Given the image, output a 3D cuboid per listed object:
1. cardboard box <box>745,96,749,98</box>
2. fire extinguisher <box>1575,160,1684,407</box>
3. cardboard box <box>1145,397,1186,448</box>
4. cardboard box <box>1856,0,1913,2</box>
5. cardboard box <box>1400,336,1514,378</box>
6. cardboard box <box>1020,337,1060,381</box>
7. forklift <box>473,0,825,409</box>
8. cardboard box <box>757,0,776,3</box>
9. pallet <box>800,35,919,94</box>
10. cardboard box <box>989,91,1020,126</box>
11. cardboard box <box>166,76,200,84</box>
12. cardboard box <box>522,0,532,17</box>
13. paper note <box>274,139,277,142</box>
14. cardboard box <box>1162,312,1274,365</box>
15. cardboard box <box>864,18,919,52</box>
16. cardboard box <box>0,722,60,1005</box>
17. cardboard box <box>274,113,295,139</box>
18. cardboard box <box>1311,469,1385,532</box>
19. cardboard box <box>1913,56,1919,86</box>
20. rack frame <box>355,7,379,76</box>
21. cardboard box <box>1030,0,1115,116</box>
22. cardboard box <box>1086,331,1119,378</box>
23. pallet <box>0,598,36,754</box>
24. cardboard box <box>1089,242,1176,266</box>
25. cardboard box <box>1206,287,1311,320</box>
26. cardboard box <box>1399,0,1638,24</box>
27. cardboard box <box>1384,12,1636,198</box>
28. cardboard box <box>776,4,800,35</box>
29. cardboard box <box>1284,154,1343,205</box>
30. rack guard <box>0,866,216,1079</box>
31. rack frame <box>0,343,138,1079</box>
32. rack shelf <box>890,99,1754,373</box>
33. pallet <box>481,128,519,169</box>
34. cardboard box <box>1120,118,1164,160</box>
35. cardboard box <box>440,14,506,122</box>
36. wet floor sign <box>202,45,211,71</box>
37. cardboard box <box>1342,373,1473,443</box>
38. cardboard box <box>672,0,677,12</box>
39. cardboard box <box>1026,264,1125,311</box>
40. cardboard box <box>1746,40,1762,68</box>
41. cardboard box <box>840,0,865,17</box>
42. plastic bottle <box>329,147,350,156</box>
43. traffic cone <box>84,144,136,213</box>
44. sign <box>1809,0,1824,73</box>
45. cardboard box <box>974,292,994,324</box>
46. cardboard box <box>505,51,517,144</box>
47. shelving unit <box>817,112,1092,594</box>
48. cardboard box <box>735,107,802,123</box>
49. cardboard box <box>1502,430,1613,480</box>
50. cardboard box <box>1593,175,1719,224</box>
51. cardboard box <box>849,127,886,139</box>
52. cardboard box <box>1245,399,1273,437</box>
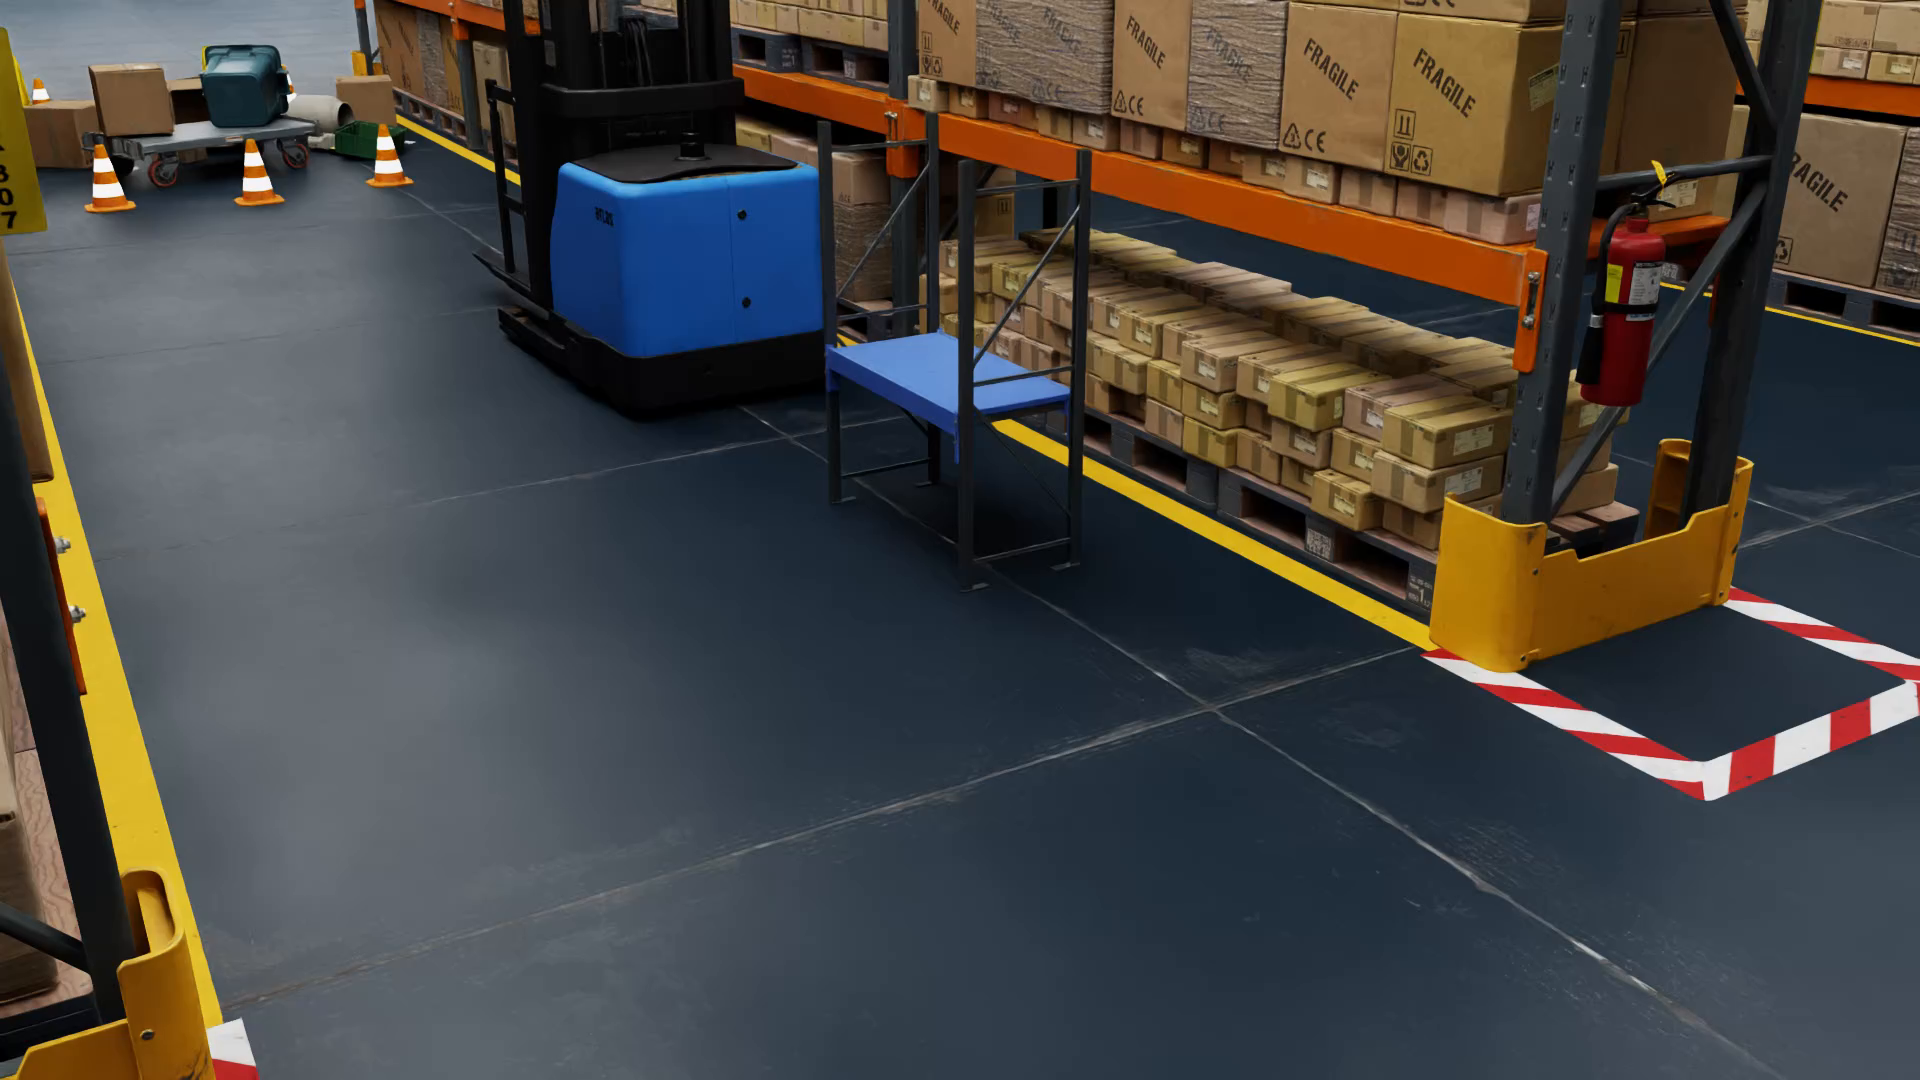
[{"bbox_3d":[-1.355,-2.904,11.239,0.500,0.250,0.500,-13,26,-29],"label":"cardboard box"},{"bbox_3d":[1.889,-0.722,4.703,0.296,0.674,0.183,-13,25,-28],"label":"fire extinguisher"},{"bbox_3d":[0.986,-0.512,6.815,0.380,0.149,0.250,-12,25,-27],"label":"cardboard box"},{"bbox_3d":[4.969,-3.201,9.010,0.500,0.500,0.500,-14,26,-30],"label":"cardboard box"},{"bbox_3d":[1.919,-0.658,6.385,0.380,0.149,0.250,-13,25,-28],"label":"cardboard box"},{"bbox_3d":[0.504,-0.861,7.675,0.380,0.149,0.250,-13,26,-29],"label":"cardboard box"},{"bbox_3d":[-1.835,-2.465,8.483,1.130,2.935,3.031,-13,26,-29],"label":"forklift"},{"bbox_3d":[-0.936,-3.129,9.407,0.380,0.149,0.250,-12,25,-28],"label":"cardboard box"},{"bbox_3d":[-0.152,-2.583,8.937,1.003,0.211,1.213,-13,25,-28],"label":"pallet"},{"bbox_3d":[0.354,-1.980,7.532,0.380,0.149,0.250,-14,26,-31],"label":"cardboard box"},{"bbox_3d":[-7.146,-4.058,15.626,0.637,0.503,0.797,8,23,18],"label":"cardboard box"},{"bbox_3d":[-3.165,-4.320,12.824,0.500,0.500,0.500,-12,25,-27],"label":"cardboard box"},{"bbox_3d":[-6.240,-3.694,15.371,0.172,0.023,0.155,-4,22,-10],"label":"paper note"},{"bbox_3d":[1.046,-0.804,6.744,0.380,0.149,0.250,-14,26,-30],"label":"cardboard box"},{"bbox_3d":[-0.259,-2.565,8.414,0.380,0.149,0.250,-13,26,-29],"label":"cardboard box"},{"bbox_3d":[-2.470,0.681,3.496,0.875,0.438,0.875,-14,26,-30],"label":"cardboard box"},{"bbox_3d":[-6.434,-3.921,15.607,0.396,0.266,0.258,-8,23,-19],"label":"cardboard box"},{"bbox_3d":[1.490,-0.169,5.973,0.380,0.149,0.250,-12,25,-27],"label":"cardboard box"},{"bbox_3d":[5.227,-2.453,8.697,0.380,0.149,0.250,-12,25,-27],"label":"cardboard box"},{"bbox_3d":[-6.016,-6.281,17.780,1.000,3.000,0.127,-13,25,-28],"label":"rack frame"},{"bbox_3d":[0.635,-2.043,6.826,0.500,0.500,0.500,-13,26,-29],"label":"cardboard box"},{"bbox_3d":[0.716,-0.817,7.171,0.380,0.149,0.250,-13,25,-29],"label":"cardboard box"},{"bbox_3d":[-3.142,0.537,4.710,1.003,0.211,1.213,-13,25,-28],"label":"pallet"},{"bbox_3d":[0.817,-1.326,8.029,0.380,0.149,0.250,-13,25,-29],"label":"cardboard box"},{"bbox_3d":[1.281,-0.971,7.155,0.380,0.149,0.250,-13,25,-28],"label":"cardboard box"},{"bbox_3d":[1.709,-1.849,5.021,0.500,0.500,0.500,-13,26,-29],"label":"cardboard box"},{"bbox_3d":[1.706,-1.381,5.199,0.500,0.500,0.500,-12,25,-27],"label":"cardboard box"},{"bbox_3d":[-0.793,-2.900,9.239,0.380,0.149,0.250,-14,26,-30],"label":"cardboard box"},{"bbox_3d":[1.361,-1.280,5.811,0.380,0.149,0.250,-12,25,-27],"label":"cardboard box"},{"bbox_3d":[-2.035,1.049,3.066,1.175,0.500,0.348,-13,25,-28],"label":"rack guard"},{"bbox_3d":[-2.050,-0.116,2.613,0.949,2.616,0.053,-13,25,-28],"label":"rack frame"},{"bbox_3d":[1.135,-1.415,6.766,1.077,0.370,4.000,-13,25,-28],"label":"rack shelf"},{"bbox_3d":[-3.514,-3.459,14.541,1.003,0.211,1.213,-13,25,-28],"label":"pallet"},{"bbox_3d":[0.868,-1.630,6.673,0.380,0.149,0.250,-12,25,-26],"label":"cardboard box"},{"bbox_3d":[-4.234,-4.413,15.449,0.875,0.875,0.875,-12,25,-27],"label":"cardboard box"},{"bbox_3d":[-7.733,-4.819,17.309,0.267,0.644,0.232,-18,28,-37],"label":"wet floor sign"},{"bbox_3d":[1.590,-0.466,5.912,0.380,0.149,0.250,-12,25,-27],"label":"cardboard box"},{"bbox_3d":[-1.599,-3.411,10.497,0.380,0.149,0.250,-11,25,-26],"label":"cardboard box"},{"bbox_3d":[0.526,-1.141,7.574,0.380,0.149,0.250,-13,26,-30],"label":"cardboard box"},{"bbox_3d":[4.700,-2.786,9.517,0.380,0.149,0.250,-13,26,-30],"label":"cardboard box"},{"bbox_3d":[-0.395,-2.788,8.568,0.380,0.149,0.250,-12,25,-28],"label":"cardboard box"},{"bbox_3d":[-5.411,-3.424,14.654,0.283,0.061,0.133,12,25,27],"label":"plastic bottle"},{"bbox_3d":[-6.340,-2.694,12.324,0.336,0.463,0.334,-13,25,-28],"label":"traffic cone"},{"bbox_3d":[2.623,-1.607,5.131,0.100,0.325,0.005,-13,25,-28],"label":"sign"},{"bbox_3d":[0.230,-1.164,8.026,0.380,0.149,0.250,-12,25,-28],"label":"cardboard box"},{"bbox_3d":[-3.089,-3.642,13.717,1.050,0.750,0.750,-13,25,-28],"label":"cardboard box"},{"bbox_3d":[-0.044,-0.722,6.097,0.538,1.500,1.048,-13,25,-28],"label":"shelving unit"},{"bbox_3d":[-1.285,-2.478,10.191,0.500,0.250,0.500,-12,25,-28],"label":"cardboard box"},{"bbox_3d":[2.110,-0.332,5.978,0.380,0.149,0.250,-11,25,-26],"label":"cardboard box"},{"bbox_3d":[2.273,-1.153,5.498,0.380,0.149,0.250,-13,25,-29],"label":"cardboard box"},{"bbox_3d":[-0.311,-2.242,9.610,0.500,0.250,0.500,-12,25,-27],"label":"cardboard box"},{"bbox_3d":[1.326,-0.504,6.400,0.380,0.149,0.250,-13,25,-29],"label":"cardboard box"}]
